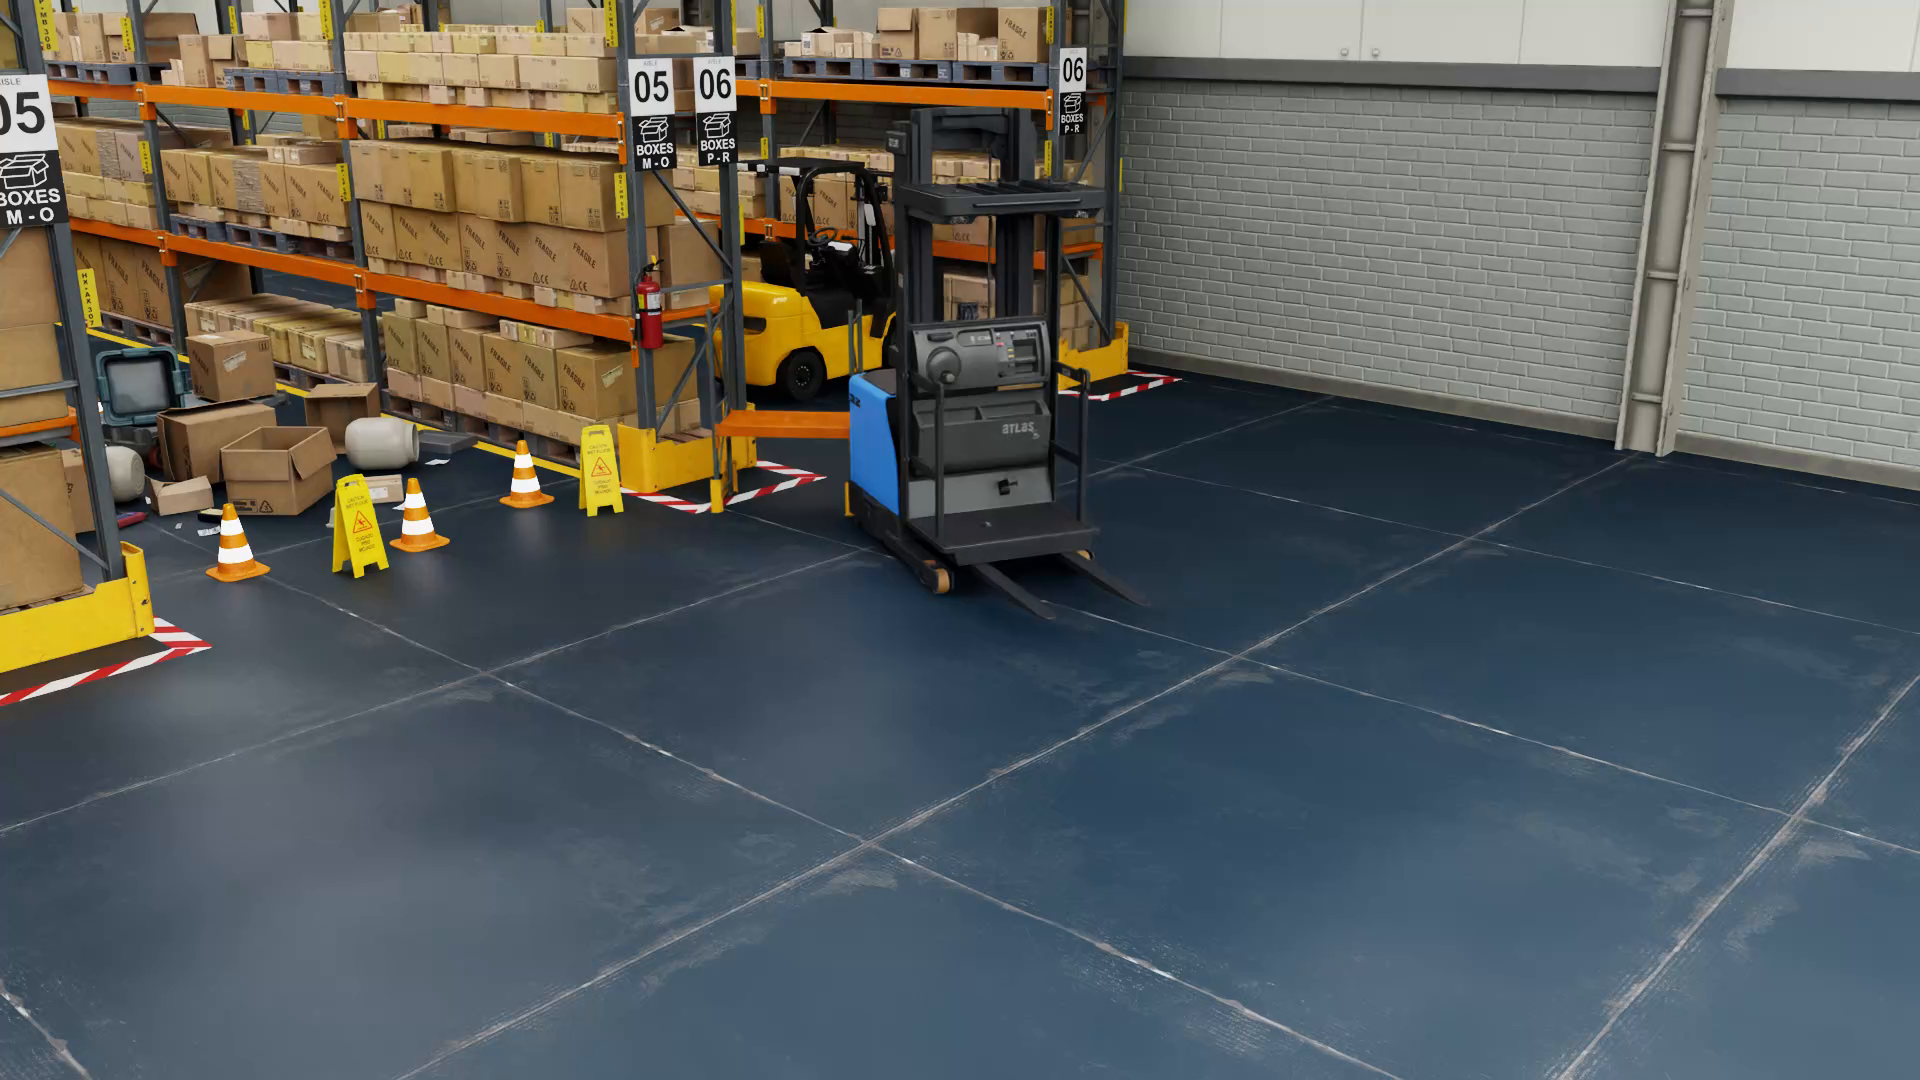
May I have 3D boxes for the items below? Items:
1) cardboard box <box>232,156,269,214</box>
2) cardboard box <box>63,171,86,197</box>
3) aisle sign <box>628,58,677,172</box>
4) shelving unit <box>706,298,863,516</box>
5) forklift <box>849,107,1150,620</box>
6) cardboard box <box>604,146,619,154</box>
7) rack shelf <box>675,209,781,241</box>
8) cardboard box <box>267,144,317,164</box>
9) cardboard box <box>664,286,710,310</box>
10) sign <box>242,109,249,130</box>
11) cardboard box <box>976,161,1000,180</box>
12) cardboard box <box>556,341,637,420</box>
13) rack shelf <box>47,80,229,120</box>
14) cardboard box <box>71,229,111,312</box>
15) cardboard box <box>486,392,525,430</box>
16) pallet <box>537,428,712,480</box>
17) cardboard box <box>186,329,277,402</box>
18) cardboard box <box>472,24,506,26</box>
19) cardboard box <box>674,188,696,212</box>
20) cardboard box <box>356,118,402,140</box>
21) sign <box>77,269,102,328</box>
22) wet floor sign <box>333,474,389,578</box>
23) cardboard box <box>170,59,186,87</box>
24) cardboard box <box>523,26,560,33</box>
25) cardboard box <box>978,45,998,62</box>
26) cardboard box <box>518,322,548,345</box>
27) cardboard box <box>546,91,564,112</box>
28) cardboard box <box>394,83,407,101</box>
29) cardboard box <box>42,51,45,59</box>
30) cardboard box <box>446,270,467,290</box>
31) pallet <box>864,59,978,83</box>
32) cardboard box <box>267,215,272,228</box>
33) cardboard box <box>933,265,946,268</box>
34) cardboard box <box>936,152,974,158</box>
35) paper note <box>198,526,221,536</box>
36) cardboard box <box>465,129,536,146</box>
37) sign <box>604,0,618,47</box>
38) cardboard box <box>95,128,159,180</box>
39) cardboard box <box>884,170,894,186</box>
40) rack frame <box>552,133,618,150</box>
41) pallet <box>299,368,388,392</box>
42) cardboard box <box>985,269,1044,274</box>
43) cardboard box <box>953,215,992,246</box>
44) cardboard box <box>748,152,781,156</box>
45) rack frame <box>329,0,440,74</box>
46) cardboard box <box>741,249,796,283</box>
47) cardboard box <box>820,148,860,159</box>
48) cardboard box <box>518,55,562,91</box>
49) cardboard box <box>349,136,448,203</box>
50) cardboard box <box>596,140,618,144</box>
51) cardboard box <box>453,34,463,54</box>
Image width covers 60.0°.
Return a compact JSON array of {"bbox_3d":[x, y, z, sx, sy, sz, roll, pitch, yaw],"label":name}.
[{"bbox_3d":[-6.723,-3.474,16.247,0.500,0.500,0.500,14,22,37],"label":"cardboard box"},{"bbox_3d":[-9.772,-4.048,18.830,0.500,0.250,0.500,14,22,38],"label":"cardboard box"},{"bbox_3d":[-2.233,-3.092,12.098,0.004,0.787,0.394,15,23,39],"label":"aisle sign"},{"bbox_3d":[-1.273,-0.991,12.254,1.083,1.500,0.587,1,18,4],"label":"shelving unit"},{"bbox_3d":[0.227,-1.197,10.537,1.130,2.935,3.031,-7,19,-21],"label":"forklift"},{"bbox_3d":[-4.122,-4.738,20.346,0.250,0.149,0.380,15,23,40],"label":"cardboard box"},{"bbox_3d":[-3.283,-3.916,20.183,4.000,0.370,1.077,15,23,39],"label":"rack shelf"},{"bbox_3d":[-6.319,-3.659,15.760,0.250,0.149,0.380,14,22,37],"label":"cardboard box"},{"bbox_3d":[-2.204,-1.926,13.137,0.250,0.149,0.380,15,23,39],"label":"cardboard box"},{"bbox_3d":[-11.122,-6.557,25.882,0.005,0.325,0.100,15,23,39],"label":"sign"},{"bbox_3d":[0.378,-3.666,16.476,0.250,0.149,0.380,16,23,40],"label":"cardboard box"},{"bbox_3d":[-2.859,-1.280,13.297,0.500,0.500,0.500,15,23,40],"label":"cardboard box"},{"bbox_3d":[-9.566,-5.025,18.718,4.000,0.370,1.077,15,23,39],"label":"rack shelf"},{"bbox_3d":[-9.865,-3.242,19.685,0.875,0.875,0.875,16,24,41],"label":"cardboard box"},{"bbox_3d":[-3.647,-1.131,14.069,0.500,0.250,0.500,14,22,37],"label":"cardboard box"},{"bbox_3d":[-2.728,-0.788,13.746,1.213,0.211,1.003,15,23,39],"label":"pallet"},{"bbox_3d":[-6.238,-1.495,14.243,0.500,0.500,0.500,15,23,39],"label":"cardboard box"},{"bbox_3d":[-6.298,-6.826,22.267,0.250,0.149,0.380,16,23,41],"label":"cardboard box"},{"bbox_3d":[-3.068,-4.035,19.613,0.500,0.250,0.500,15,23,40],"label":"cardboard box"},{"bbox_3d":[-8.708,-6.251,24.866,0.500,0.500,0.500,14,23,38],"label":"cardboard box"},{"bbox_3d":[-4.924,-1.365,9.393,0.005,0.325,0.100,15,23,39],"label":"sign"},{"bbox_3d":[-3.961,-0.111,10.893,0.232,0.644,0.267,11,20,30],"label":"wet floor sign"},{"bbox_3d":[-7.757,-4.750,16.883,0.258,0.266,0.396,15,23,39],"label":"cardboard box"},{"bbox_3d":[-5.232,-6.353,20.809,0.250,0.149,0.380,16,24,41],"label":"cardboard box"},{"bbox_3d":[0.384,-4.710,16.091,0.250,0.149,0.380,14,22,38],"label":"cardboard box"},{"bbox_3d":[-3.364,-1.699,13.544,0.250,0.149,0.380,16,23,40],"label":"cardboard box"},{"bbox_3d":[-2.924,-3.353,12.674,0.250,0.149,0.380,16,24,41],"label":"cardboard box"},{"bbox_3d":[-4.591,-3.836,14.196,0.250,0.149,0.380,15,23,39],"label":"cardboard box"},{"bbox_3d":[-10.348,-5.525,18.797,0.250,0.166,0.380,13,22,36],"label":"cardboard box"},{"bbox_3d":[-4.106,-2.219,14.061,0.250,0.149,0.380,15,23,40],"label":"cardboard box"},{"bbox_3d":[-0.223,-4.835,17.075,1.213,0.211,1.003,15,23,39],"label":"pallet"},{"bbox_3d":[-6.529,-3.139,16.266,0.250,0.149,0.380,14,22,37],"label":"cardboard box"},{"bbox_3d":[-0.490,-2.746,17.505,0.500,0.250,0.500,14,23,38],"label":"cardboard box"},{"bbox_3d":[-0.042,-3.986,17.483,0.250,0.149,0.380,15,23,40],"label":"cardboard box"},{"bbox_3d":[-5.312,-0.065,11.769,0.144,0.017,0.142,-9,20,-27],"label":"paper note"},{"bbox_3d":[-6.122,-5.196,22.161,0.637,0.503,0.797,14,23,38],"label":"cardboard box"},{"bbox_3d":[-2.470,-3.661,11.766,0.005,0.325,0.100,15,23,39],"label":"sign"},{"bbox_3d":[-9.020,-4.207,18.091,0.500,0.500,0.500,16,23,40],"label":"cardboard box"},{"bbox_3d":[-0.580,-3.776,17.313,0.250,0.149,0.380,14,23,38],"label":"cardboard box"},{"bbox_3d":[-4.779,-4.661,21.339,0.127,3.000,1.000,15,23,39],"label":"rack frame"},{"bbox_3d":[-5.662,-1.561,16.181,1.213,0.211,1.003,15,23,39],"label":"pallet"},{"bbox_3d":[0.595,-2.660,17.231,0.500,0.250,0.500,15,23,39],"label":"cardboard box"},{"bbox_3d":[0.281,-3.248,16.722,0.500,0.500,0.500,16,24,41],"label":"cardboard box"},{"bbox_3d":[-2.260,-4.450,19.436,0.250,0.149,0.380,15,23,39],"label":"cardboard box"},{"bbox_3d":[-5.079,-5.593,14.360,0.127,3.000,1.000,15,23,39],"label":"rack frame"},{"bbox_3d":[-2.185,-3.028,19.426,0.625,0.625,0.875,16,24,42],"label":"cardboard box"},{"bbox_3d":[-1.293,-4.144,17.981,0.250,0.149,0.380,14,23,38],"label":"cardboard box"},{"bbox_3d":[-3.015,-3.577,12.721,0.500,0.250,0.500,15,23,39],"label":"cardboard box"},{"bbox_3d":[-4.894,-3.263,14.623,0.500,0.500,0.700,15,23,39],"label":"cardboard box"},{"bbox_3d":[-4.401,-4.998,21.164,0.250,0.149,0.380,16,24,41],"label":"cardboard box"},{"bbox_3d":[-3.842,-3.993,13.374,0.250,0.149,0.380,16,23,40],"label":"cardboard box"}]
